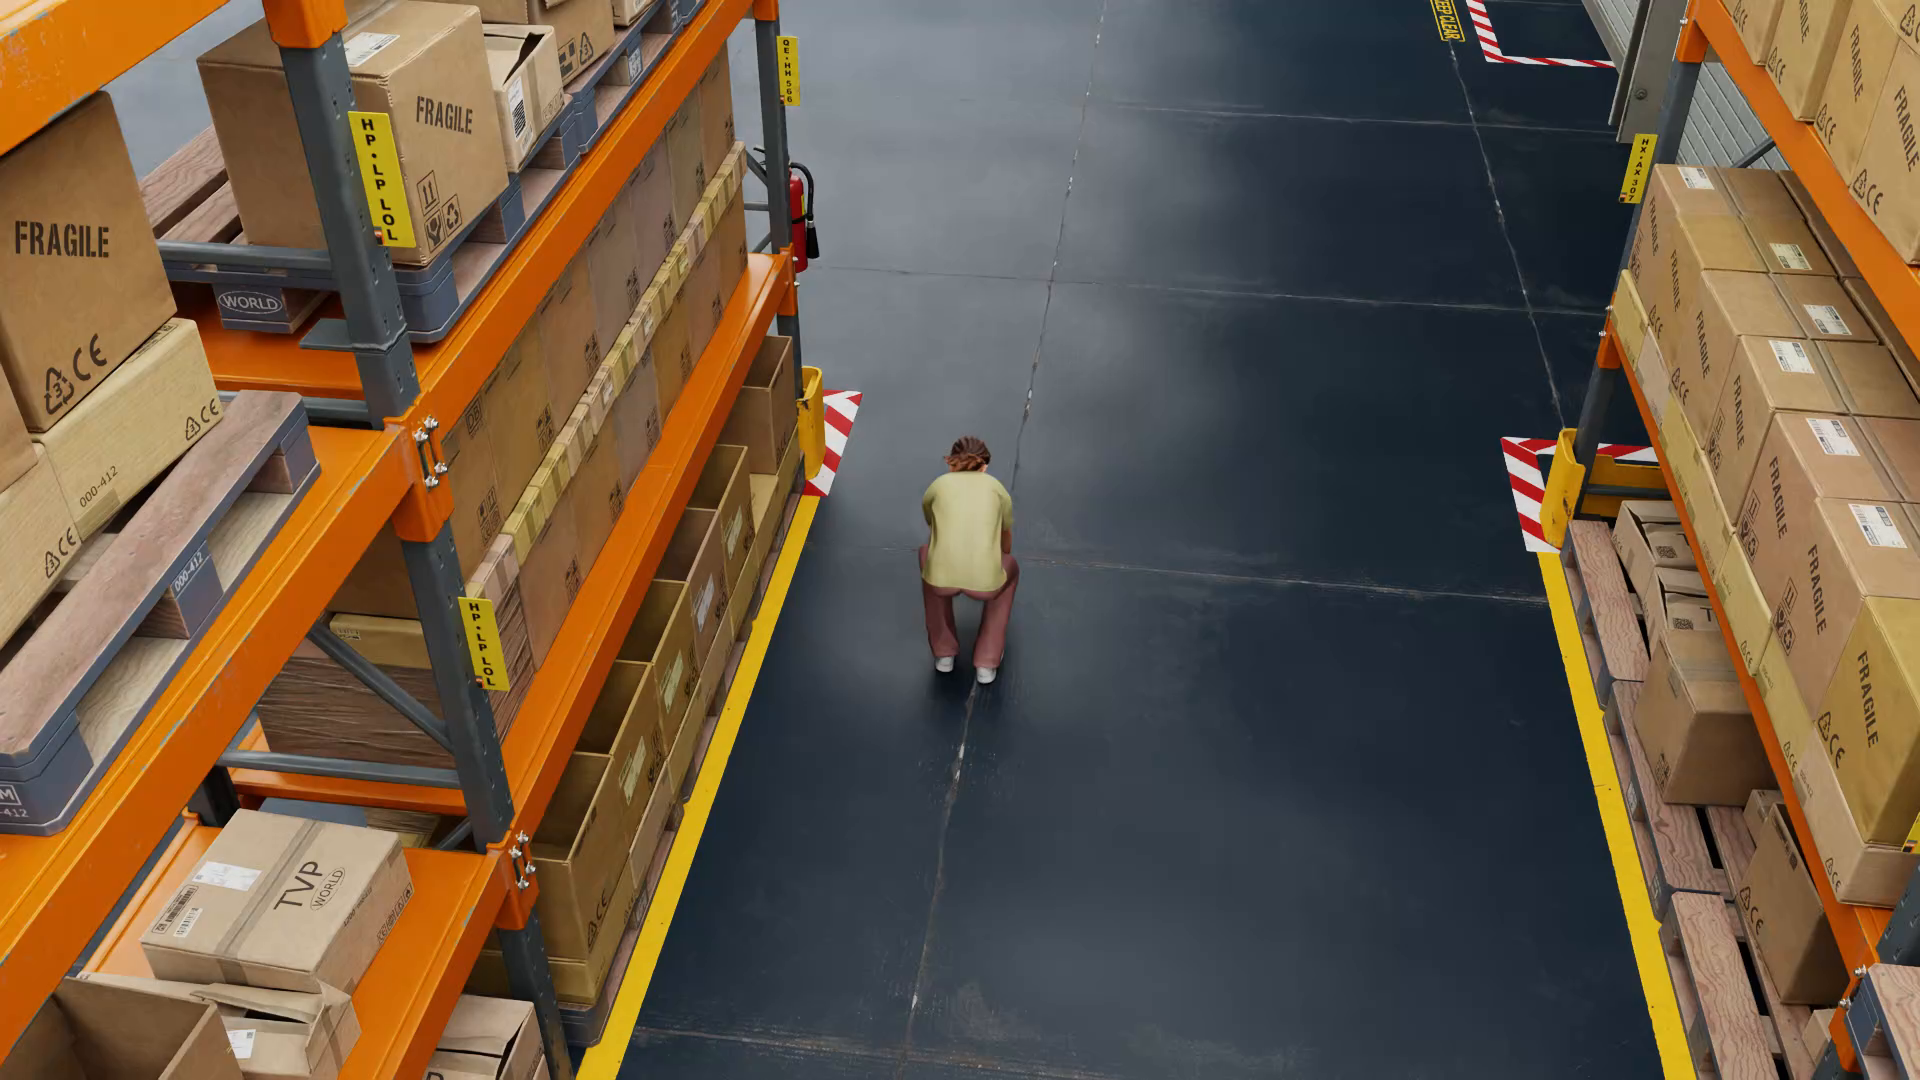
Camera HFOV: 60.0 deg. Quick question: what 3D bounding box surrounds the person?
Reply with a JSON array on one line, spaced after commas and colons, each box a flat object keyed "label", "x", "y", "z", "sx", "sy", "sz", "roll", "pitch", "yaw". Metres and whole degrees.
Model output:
[{"label": "person", "x": 0.037, "y": 0.096, "z": 7.528, "sx": 0.465, "sy": 0.945, "sz": 0.860, "roll": 3, "pitch": 36, "yaw": 4}]
